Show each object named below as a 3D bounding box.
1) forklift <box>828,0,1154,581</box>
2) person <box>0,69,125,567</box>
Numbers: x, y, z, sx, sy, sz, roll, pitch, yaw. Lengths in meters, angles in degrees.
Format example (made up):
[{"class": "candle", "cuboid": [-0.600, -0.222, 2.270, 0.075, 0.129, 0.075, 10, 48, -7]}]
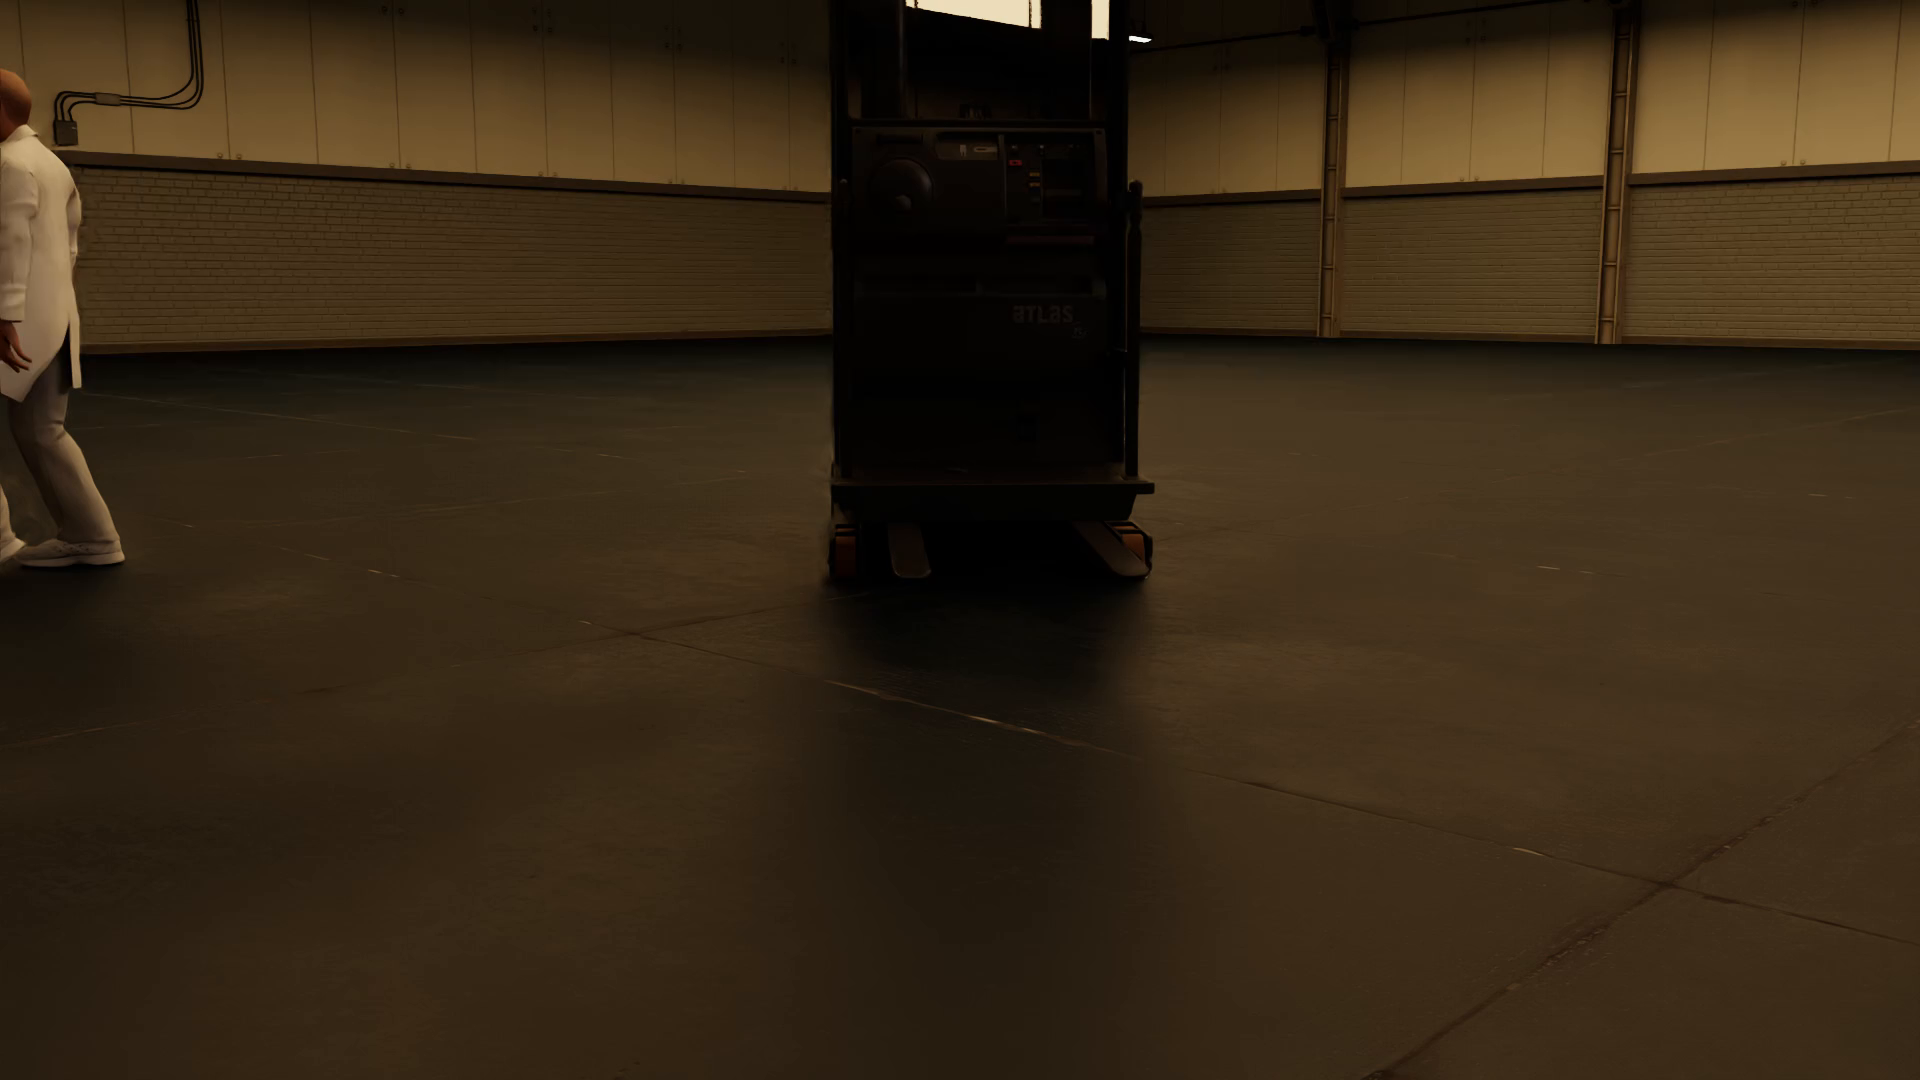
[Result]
[{"class": "forklift", "cuboid": [0.086, -1.353, 5.857, 1.130, 2.935, 3.031, 0, 9, -3]}, {"class": "person", "cuboid": [-3.342, -0.724, 5.872, 0.563, 1.828, 0.699, -2, 9, -10]}]
